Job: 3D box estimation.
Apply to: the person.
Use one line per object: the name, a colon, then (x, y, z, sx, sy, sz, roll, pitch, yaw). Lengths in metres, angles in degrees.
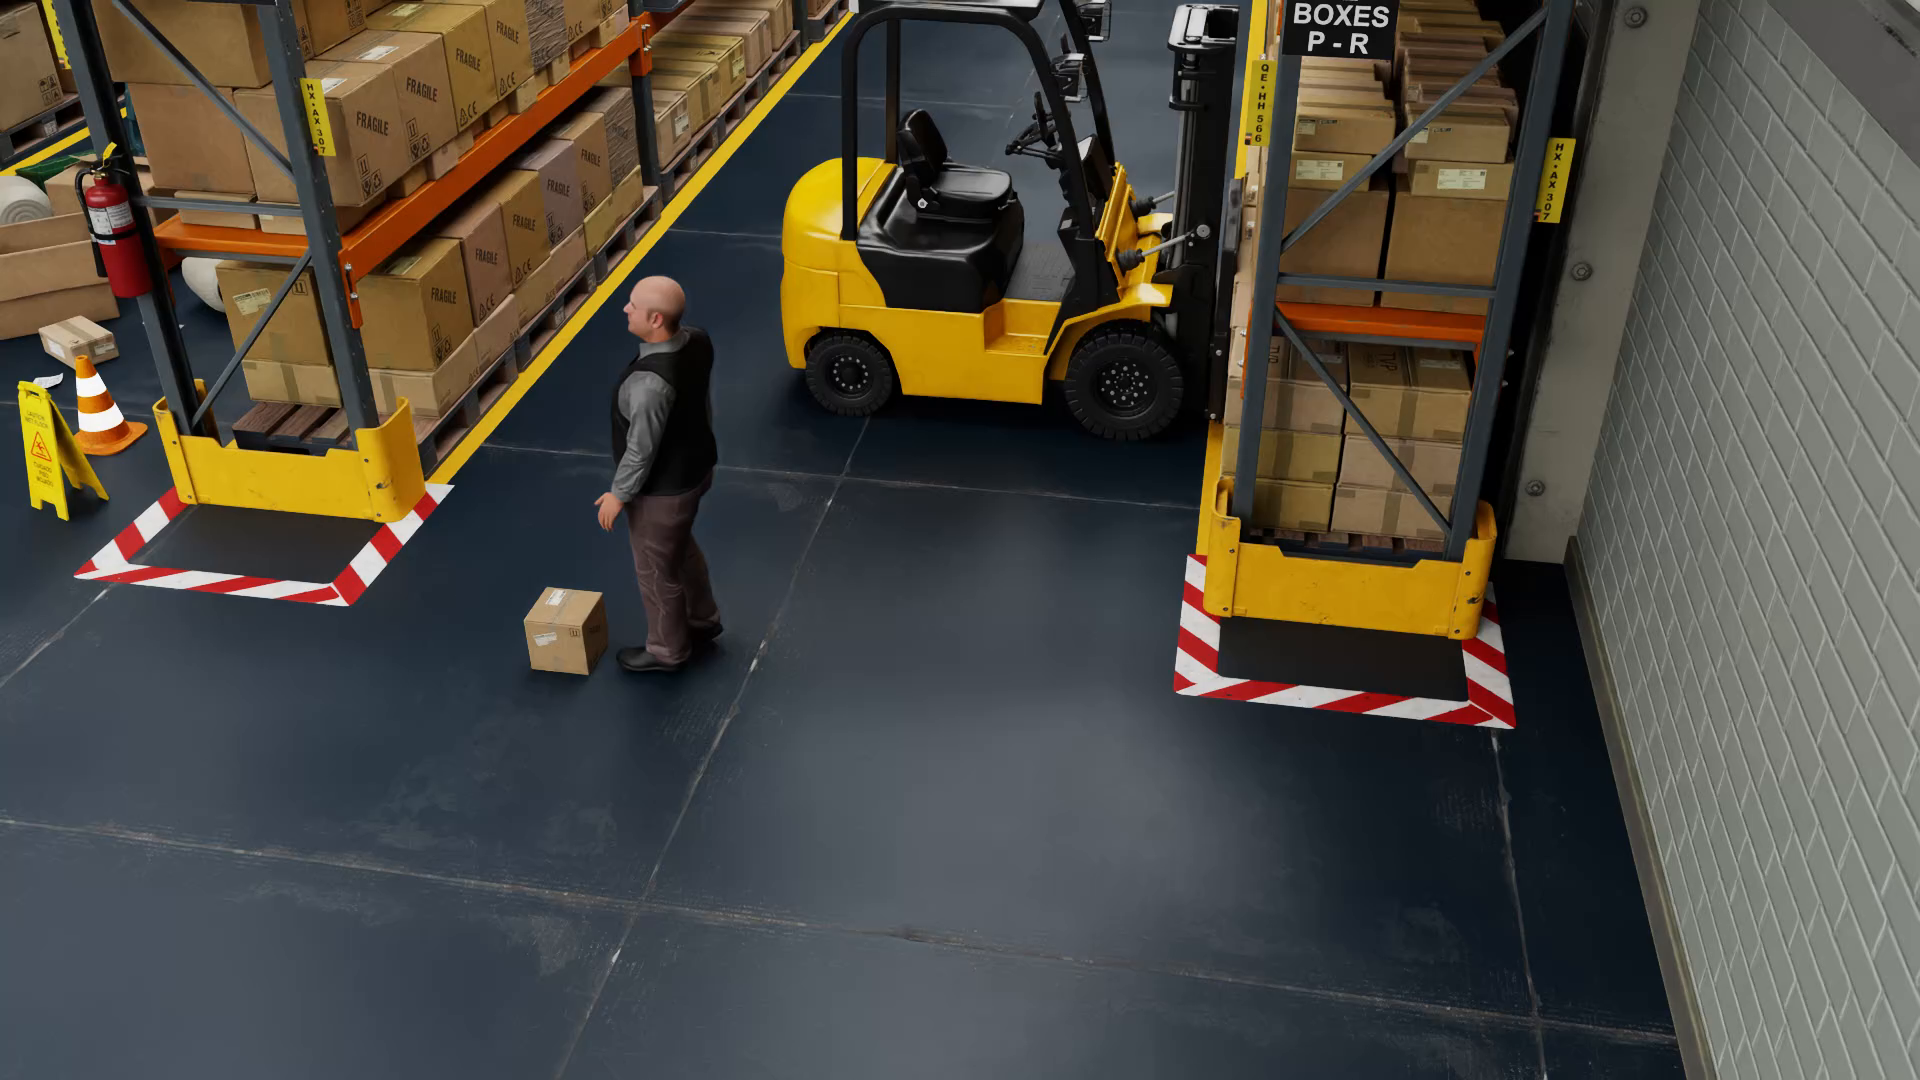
person: (-1.186, -0.207, 6.498, 0.461, 1.790, 0.578, 8, 33, 13)
